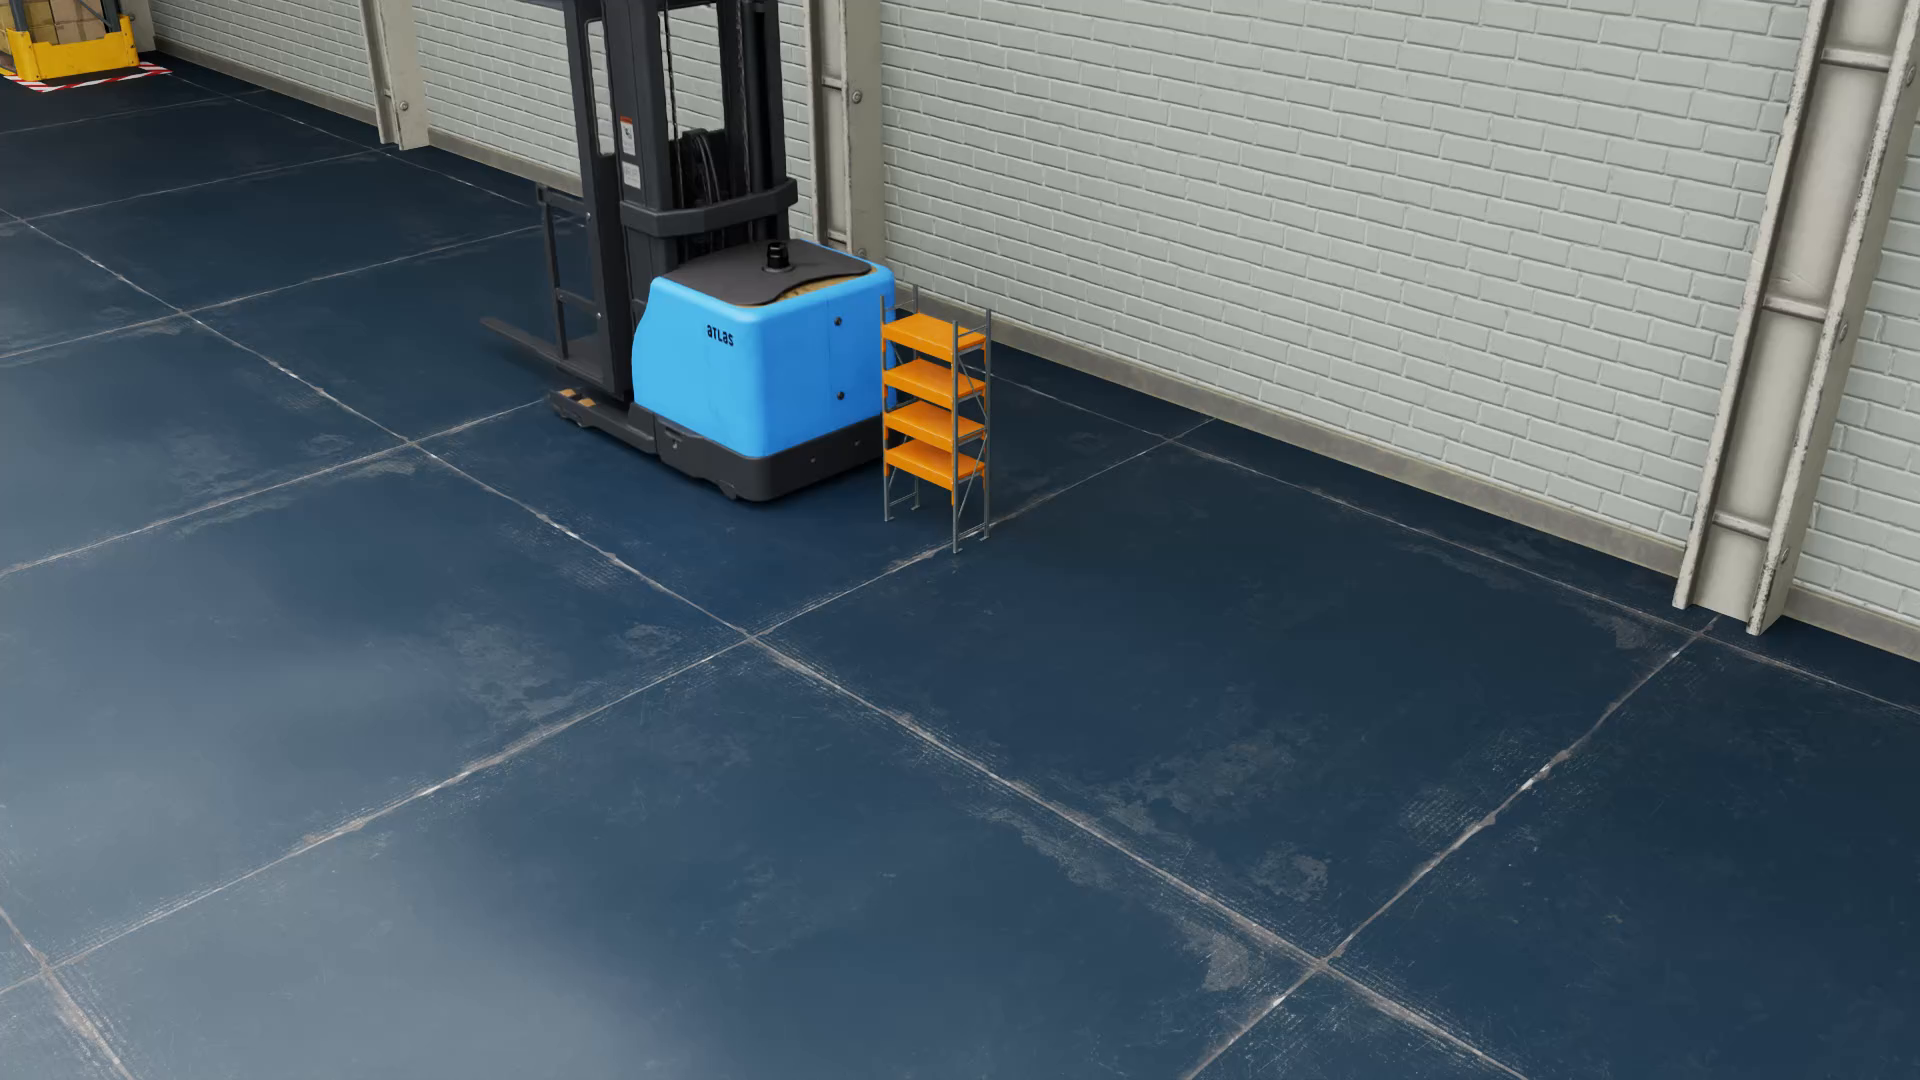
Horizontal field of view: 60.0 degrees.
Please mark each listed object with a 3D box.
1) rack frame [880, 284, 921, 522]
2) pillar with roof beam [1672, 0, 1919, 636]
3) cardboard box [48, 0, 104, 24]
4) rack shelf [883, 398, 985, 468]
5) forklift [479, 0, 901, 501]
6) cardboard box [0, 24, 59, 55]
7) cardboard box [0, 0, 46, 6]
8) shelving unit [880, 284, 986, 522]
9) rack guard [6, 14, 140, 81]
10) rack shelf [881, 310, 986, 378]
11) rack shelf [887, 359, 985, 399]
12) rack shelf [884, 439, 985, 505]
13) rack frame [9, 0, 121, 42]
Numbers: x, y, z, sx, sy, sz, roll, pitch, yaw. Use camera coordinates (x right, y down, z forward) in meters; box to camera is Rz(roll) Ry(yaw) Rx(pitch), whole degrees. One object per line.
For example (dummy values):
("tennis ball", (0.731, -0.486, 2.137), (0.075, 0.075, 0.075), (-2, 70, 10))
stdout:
("rack frame", (-0.292, -0.665, 8.225), (0.015, 1.200, 0.240), (25, 36, 38))
("pillar with roof beam", (0.515, -2.239, 2.840), (0.400, 9.000, 9.100), (25, 36, 38))
("cardboard box", (-9.627, -5.772, 17.971), (0.500, 0.250, 0.500), (-25, 36, -38))
("rack shelf", (-0.118, -0.526, 8.105), (0.480, 0.148, 0.258), (25, 36, 38))
("forklift", (-1.712, -2.084, 9.064), (1.130, 2.935, 3.031), (-24, 36, -38))
("cardboard box", (-9.994, -5.377, 17.756), (0.500, 0.250, 0.500), (25, 37, 39))
("cardboard box", (-9.984, -5.818, 17.520), (0.500, 0.250, 0.500), (-24, 36, -38))
("shelving unit", (-0.122, -0.587, 8.077), (0.492, 1.200, 0.258), (25, 36, 38))
("rack guard", (-9.420, -5.246, 17.689), (0.348, 0.500, 1.175), (25, 36, 38))
("rack shelf", (-0.118, -0.933, 7.891), (0.480, 0.148, 0.258), (25, 36, 38))
("rack shelf", (-0.118, -0.771, 7.976), (0.457, 0.021, 0.221), (25, 36, 38))
("rack shelf", (-0.118, -0.350, 8.197), (0.480, 0.148, 0.258), (25, 36, 38))
("rack frame", (-15.431, -8.735, 18.622), (12.086, 5.808, 5.935), (25, 36, 38))
